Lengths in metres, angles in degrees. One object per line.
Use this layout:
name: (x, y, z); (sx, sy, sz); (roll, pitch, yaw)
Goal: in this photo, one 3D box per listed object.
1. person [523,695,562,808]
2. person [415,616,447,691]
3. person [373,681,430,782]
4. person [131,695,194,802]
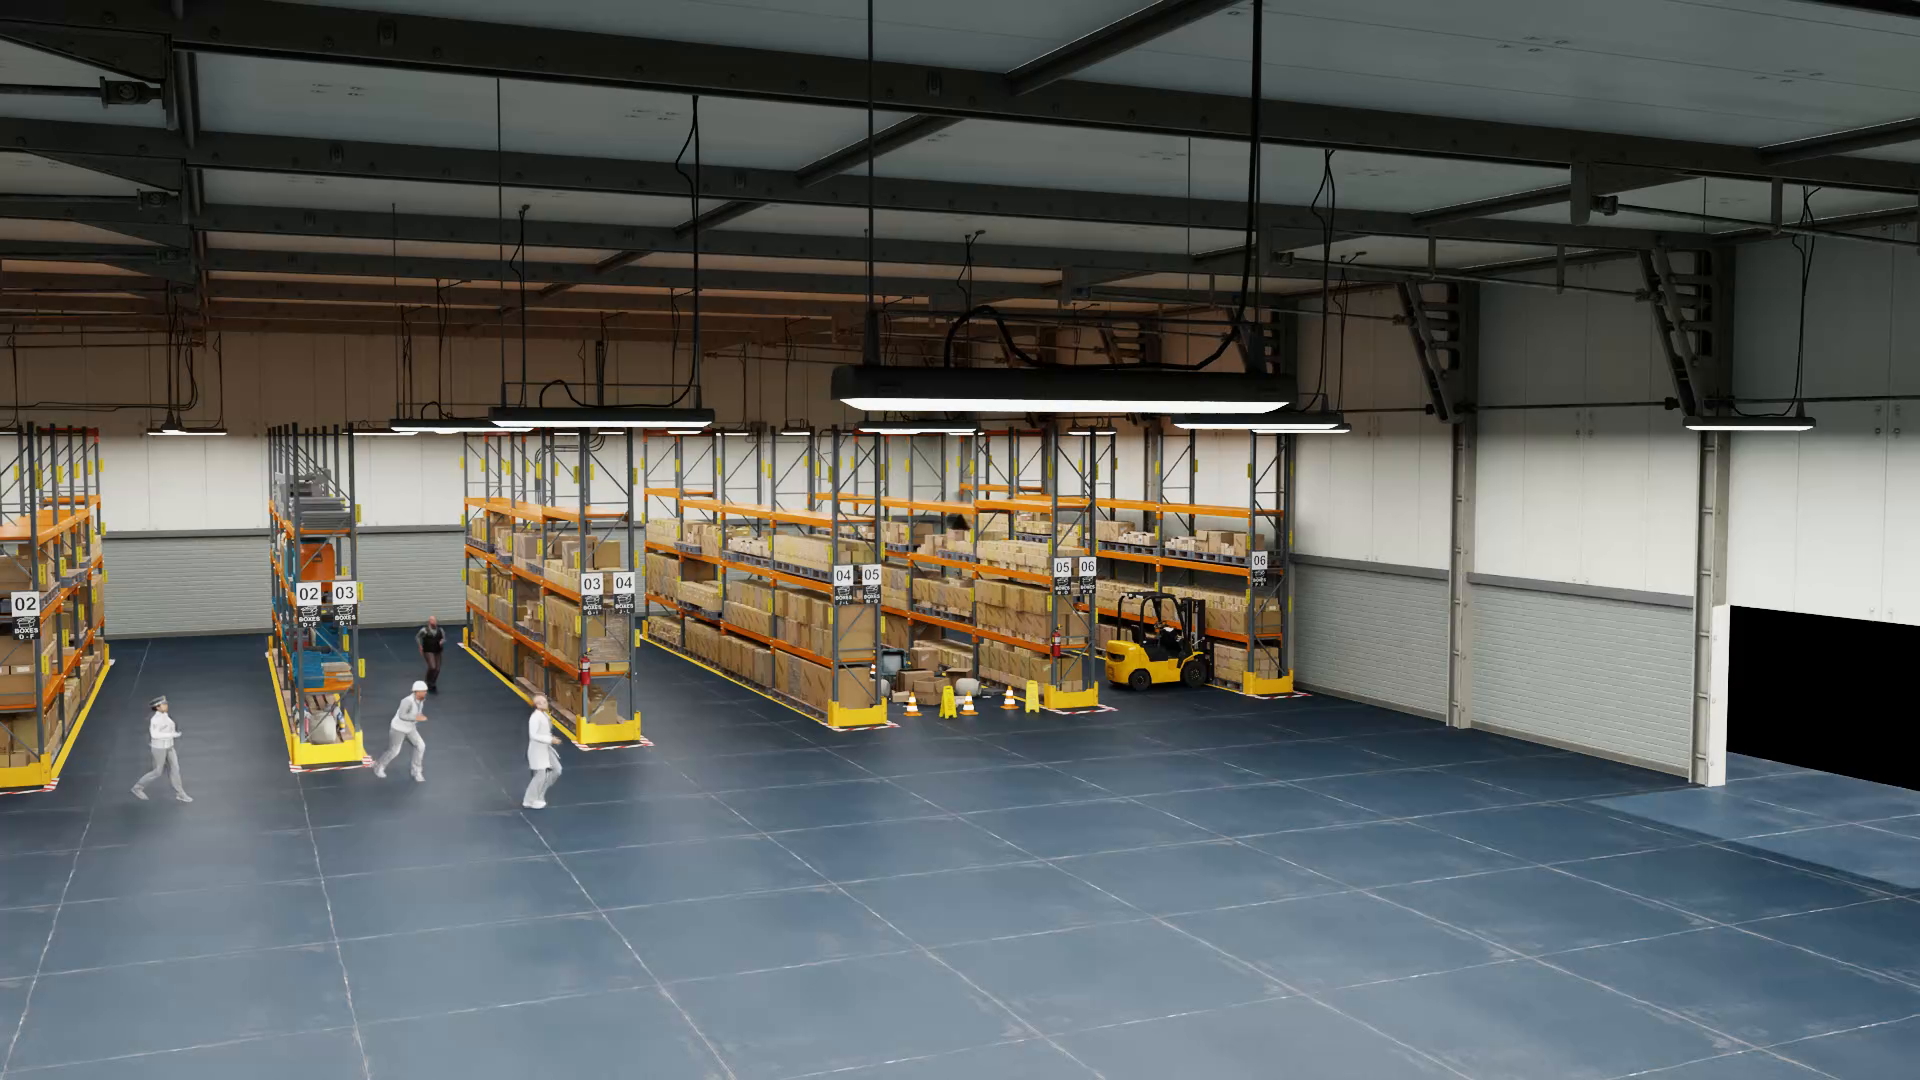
person: (-6.438, 3.272, 25.704); (0.663, 1.750, 0.705); (0, 3, 5)
person: (-11.914, 2.565, 37.606); (0.630, 1.701, 0.676); (-3, 5, -40)
person: (-9.325, 3.207, 27.802); (1.025, 1.731, 0.699); (1, 4, 9)
person: (-12.476, 3.269, 25.977); (0.923, 1.702, 0.615); (0, 3, -2)
